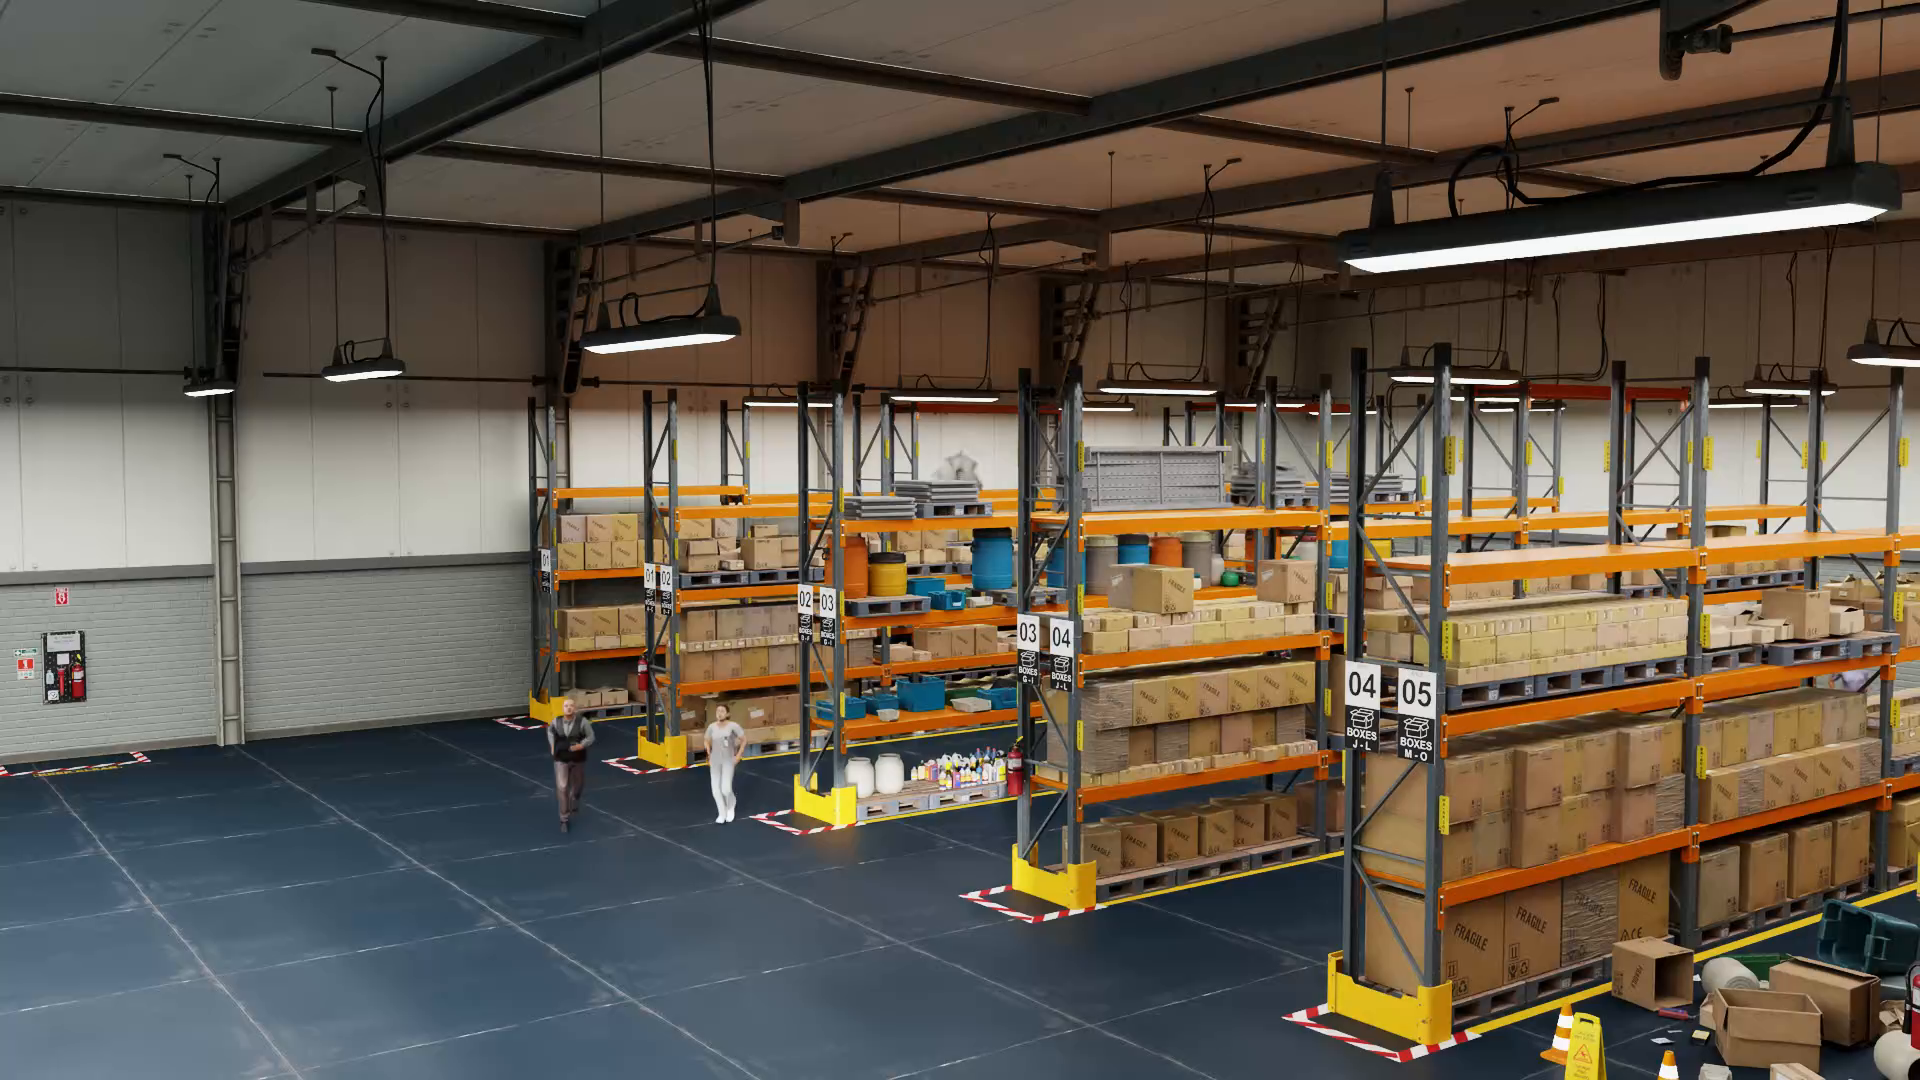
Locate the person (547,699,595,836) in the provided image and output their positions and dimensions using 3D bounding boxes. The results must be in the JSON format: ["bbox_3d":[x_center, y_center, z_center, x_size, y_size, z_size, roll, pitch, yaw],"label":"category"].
[{"bbox_3d":[-5.215,2.993,22.340,0.623,1.742,1.110,-1,3,-15],"label":"person"}]

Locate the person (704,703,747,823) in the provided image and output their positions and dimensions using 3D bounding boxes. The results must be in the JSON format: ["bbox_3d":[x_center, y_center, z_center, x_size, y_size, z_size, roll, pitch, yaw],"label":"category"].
[{"bbox_3d":[-3.197,3.012,22.379,0.566,1.629,0.547,1,3,10],"label":"person"}]

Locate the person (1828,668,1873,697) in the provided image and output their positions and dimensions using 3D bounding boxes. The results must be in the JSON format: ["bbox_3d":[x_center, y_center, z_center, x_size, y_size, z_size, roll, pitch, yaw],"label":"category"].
[{"bbox_3d":[15.046,2.700,27.980,0.685,1.615,0.906,0,3,3],"label":"person"}]
